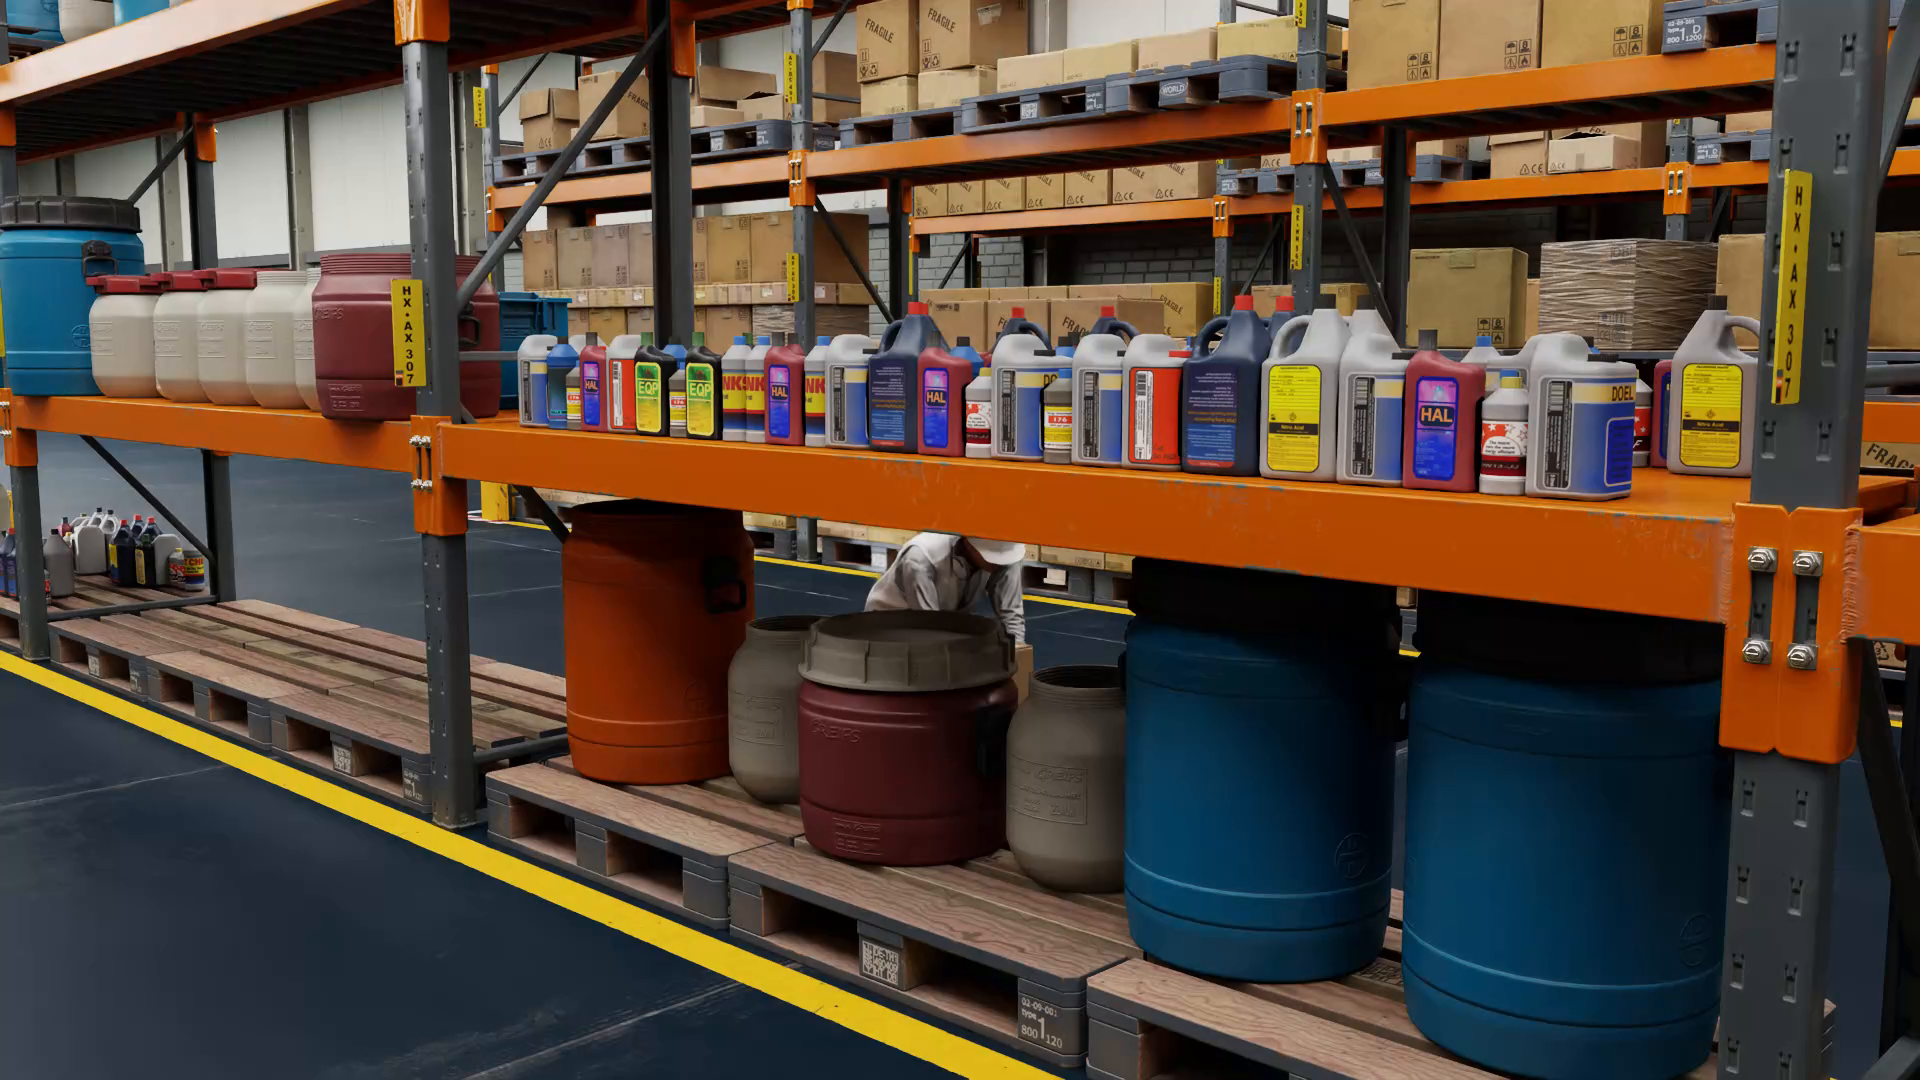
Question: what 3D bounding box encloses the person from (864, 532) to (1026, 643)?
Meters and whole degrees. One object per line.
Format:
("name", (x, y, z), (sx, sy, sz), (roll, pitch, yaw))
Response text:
("person", (-0.035, 0.302, 6.368), (0.533, 1.009, 0.914), (-3, 8, -24))
